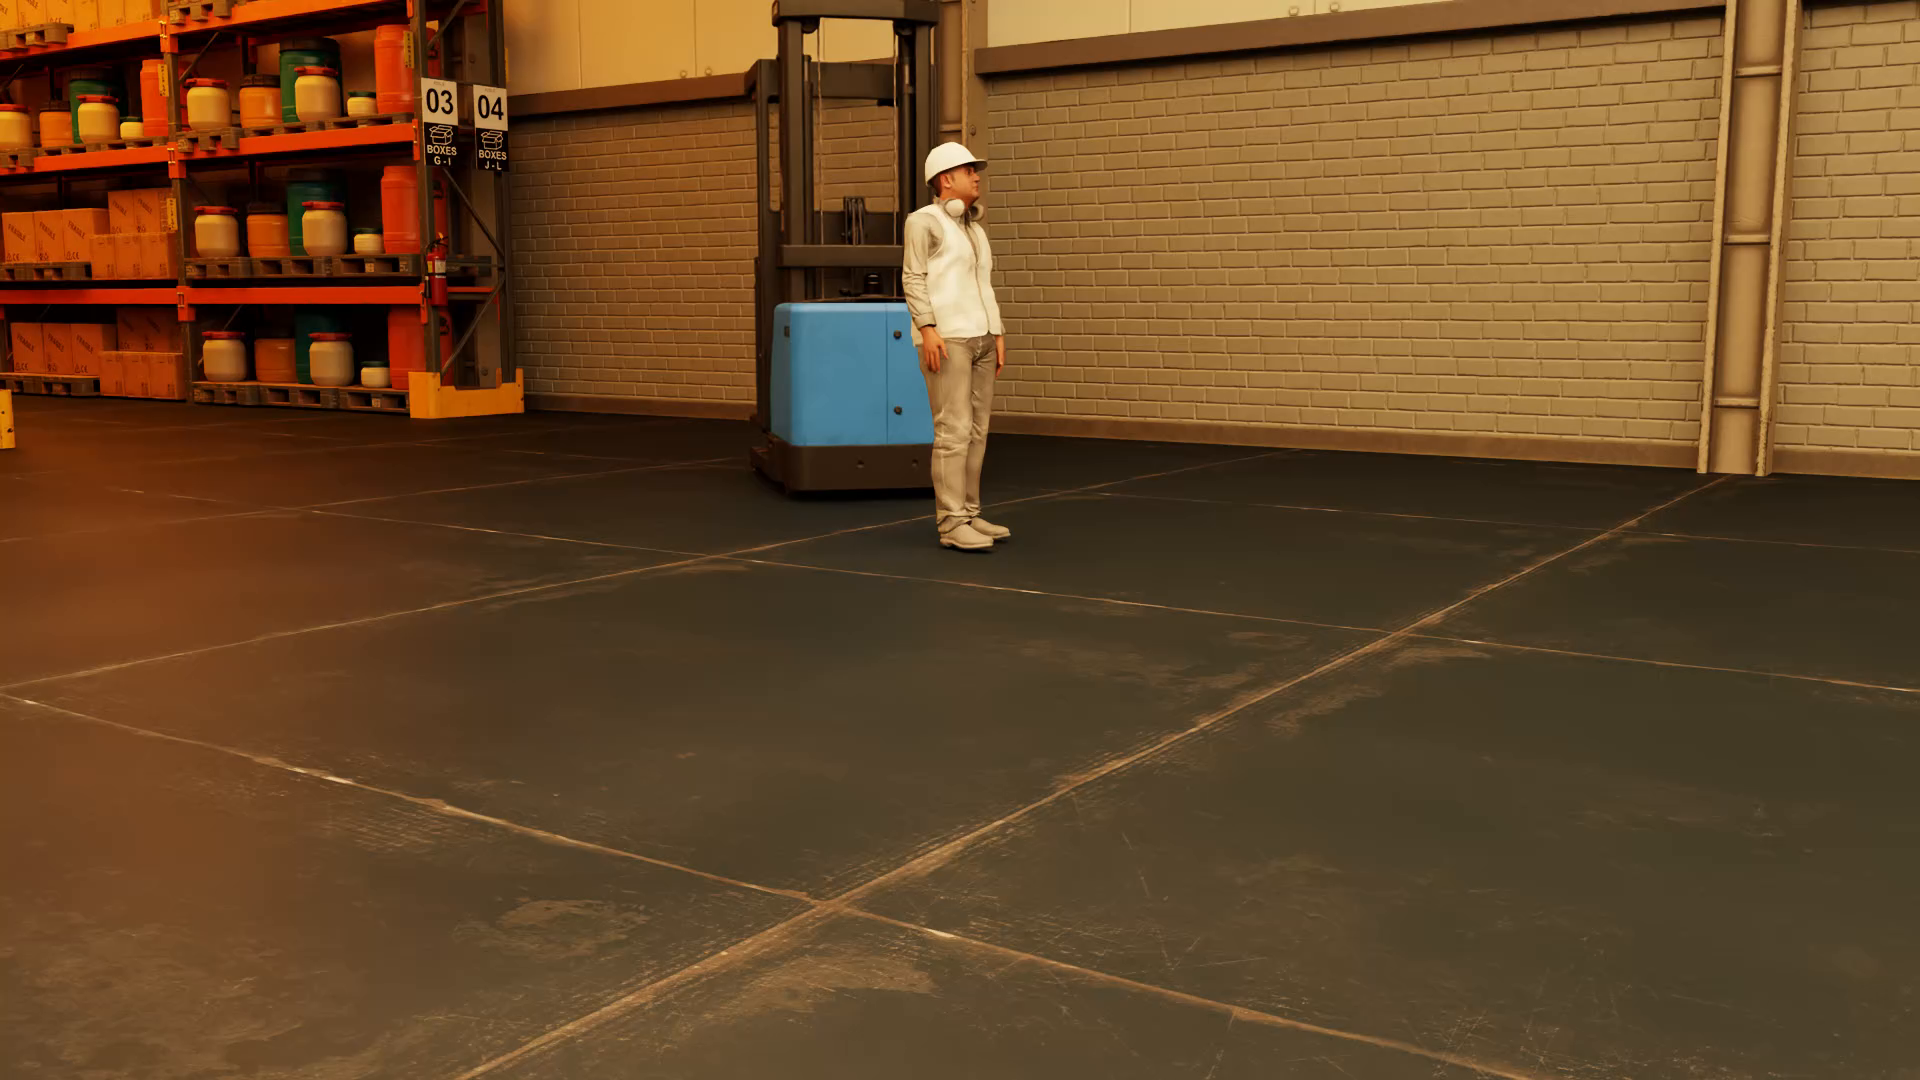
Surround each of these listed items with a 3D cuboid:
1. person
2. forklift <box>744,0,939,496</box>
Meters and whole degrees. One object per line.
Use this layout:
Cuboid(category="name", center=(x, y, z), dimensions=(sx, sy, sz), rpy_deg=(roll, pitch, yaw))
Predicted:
Cuboid(category="person", center=(0.049, -0.879, 7.437), dimensions=(0.565, 1.776, 0.634), rpy_deg=(5, 10, 34))
Cuboid(category="forklift", center=(-0.734, -1.867, 10.320), dimensions=(1.130, 2.935, 3.031), rpy_deg=(-2, 8, -13))
